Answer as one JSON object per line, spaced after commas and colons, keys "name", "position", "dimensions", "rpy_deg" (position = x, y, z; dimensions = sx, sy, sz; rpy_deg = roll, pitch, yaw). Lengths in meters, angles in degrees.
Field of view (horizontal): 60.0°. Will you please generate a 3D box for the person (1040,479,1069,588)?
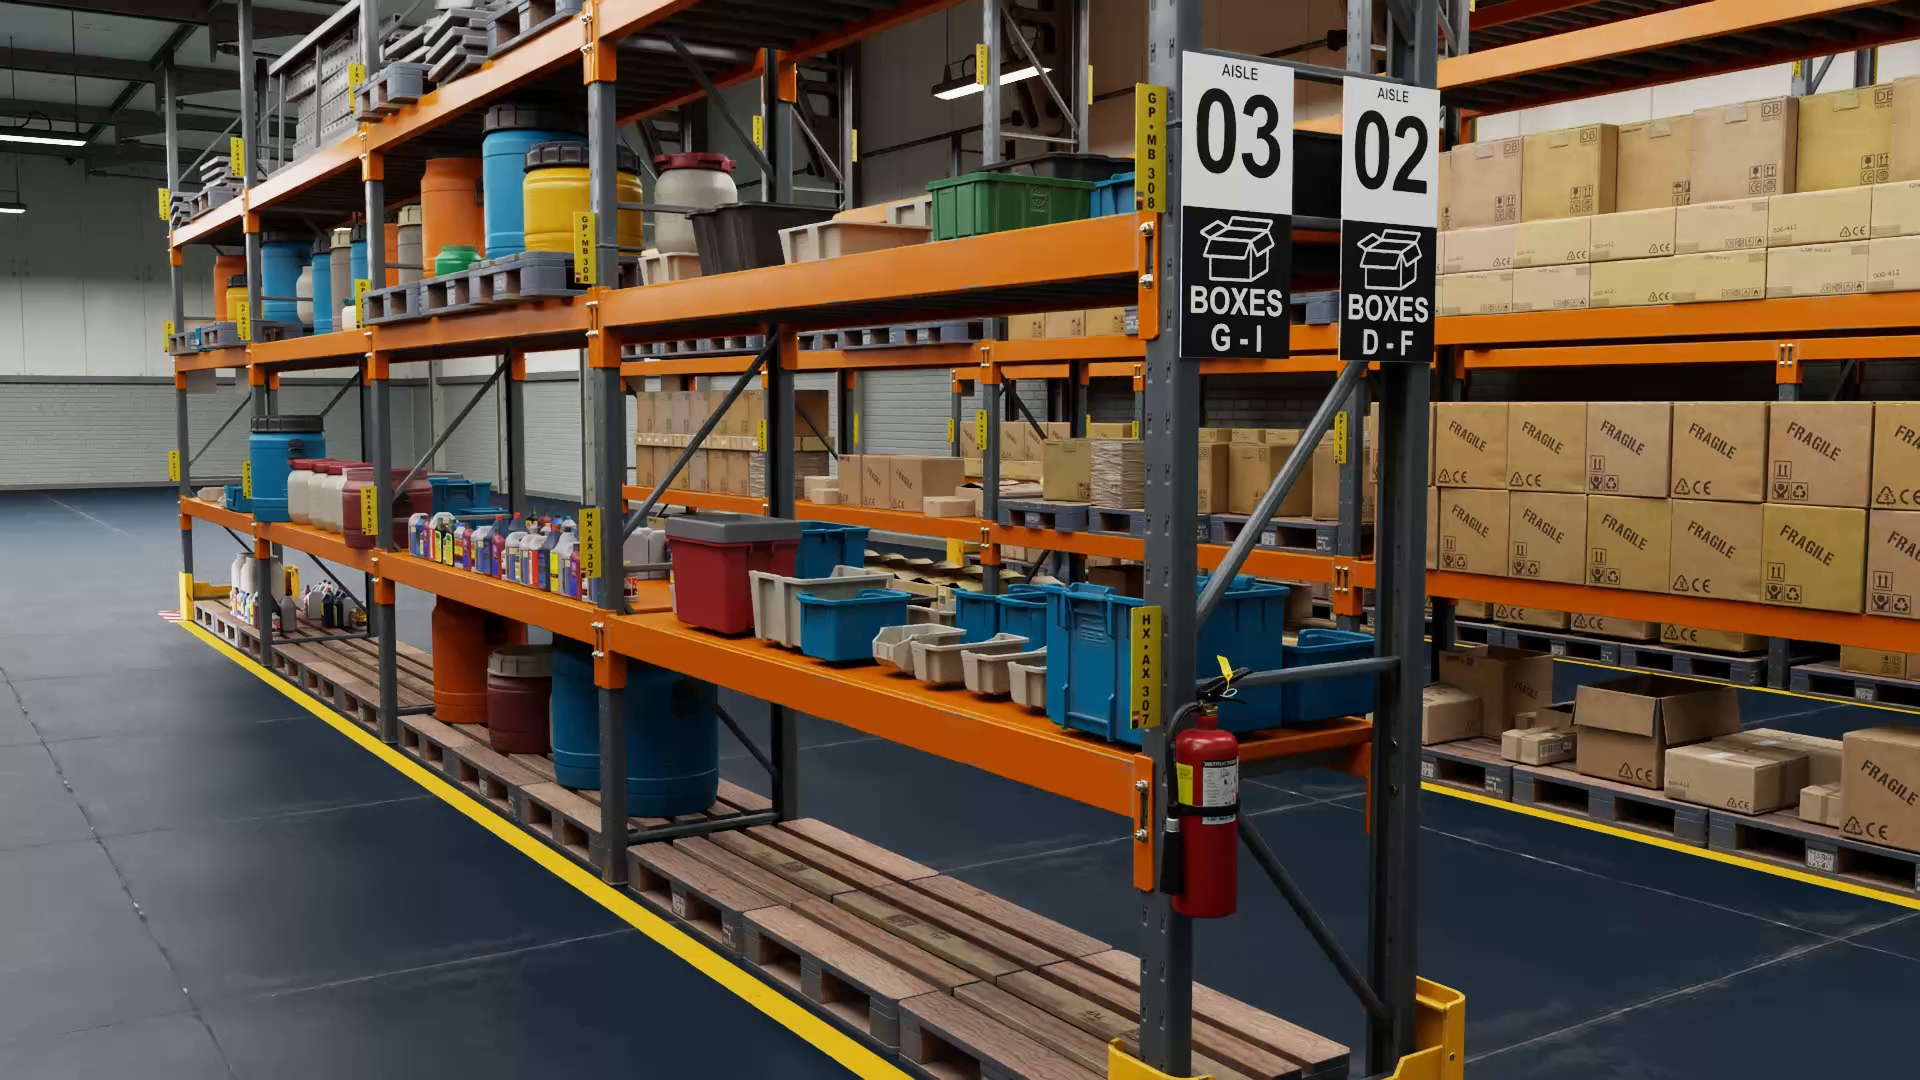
{"name": "person", "position": [1.144, -0.121, 18.865], "dimensions": [0.358, 1.762, 0.563], "rpy_deg": [-3, 5, -32]}
